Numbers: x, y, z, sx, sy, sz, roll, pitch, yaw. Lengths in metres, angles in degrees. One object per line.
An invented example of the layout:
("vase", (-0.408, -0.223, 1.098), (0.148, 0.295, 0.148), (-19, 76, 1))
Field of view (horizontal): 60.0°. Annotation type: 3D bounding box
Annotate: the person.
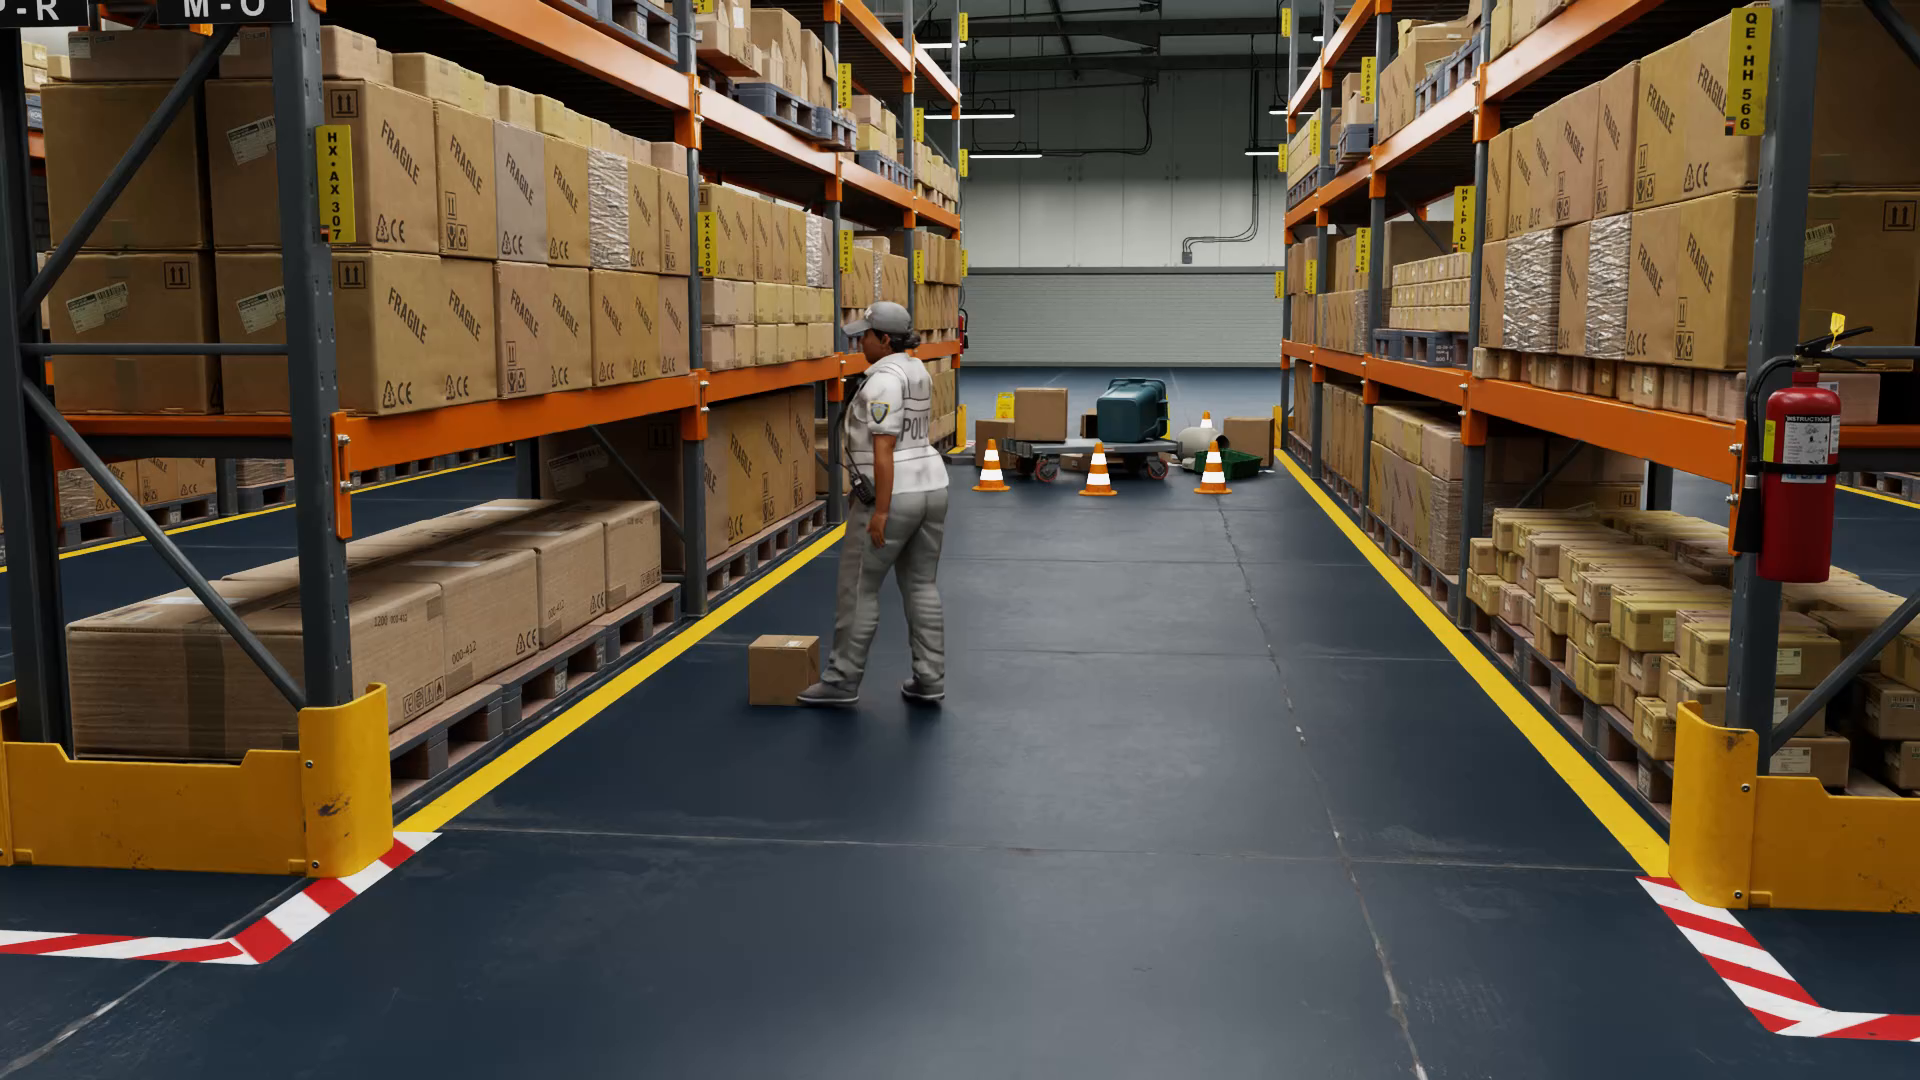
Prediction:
("person", (-0.345, -0.155, 6.887), (0.586, 1.654, 0.537), (4, 9, 29))
